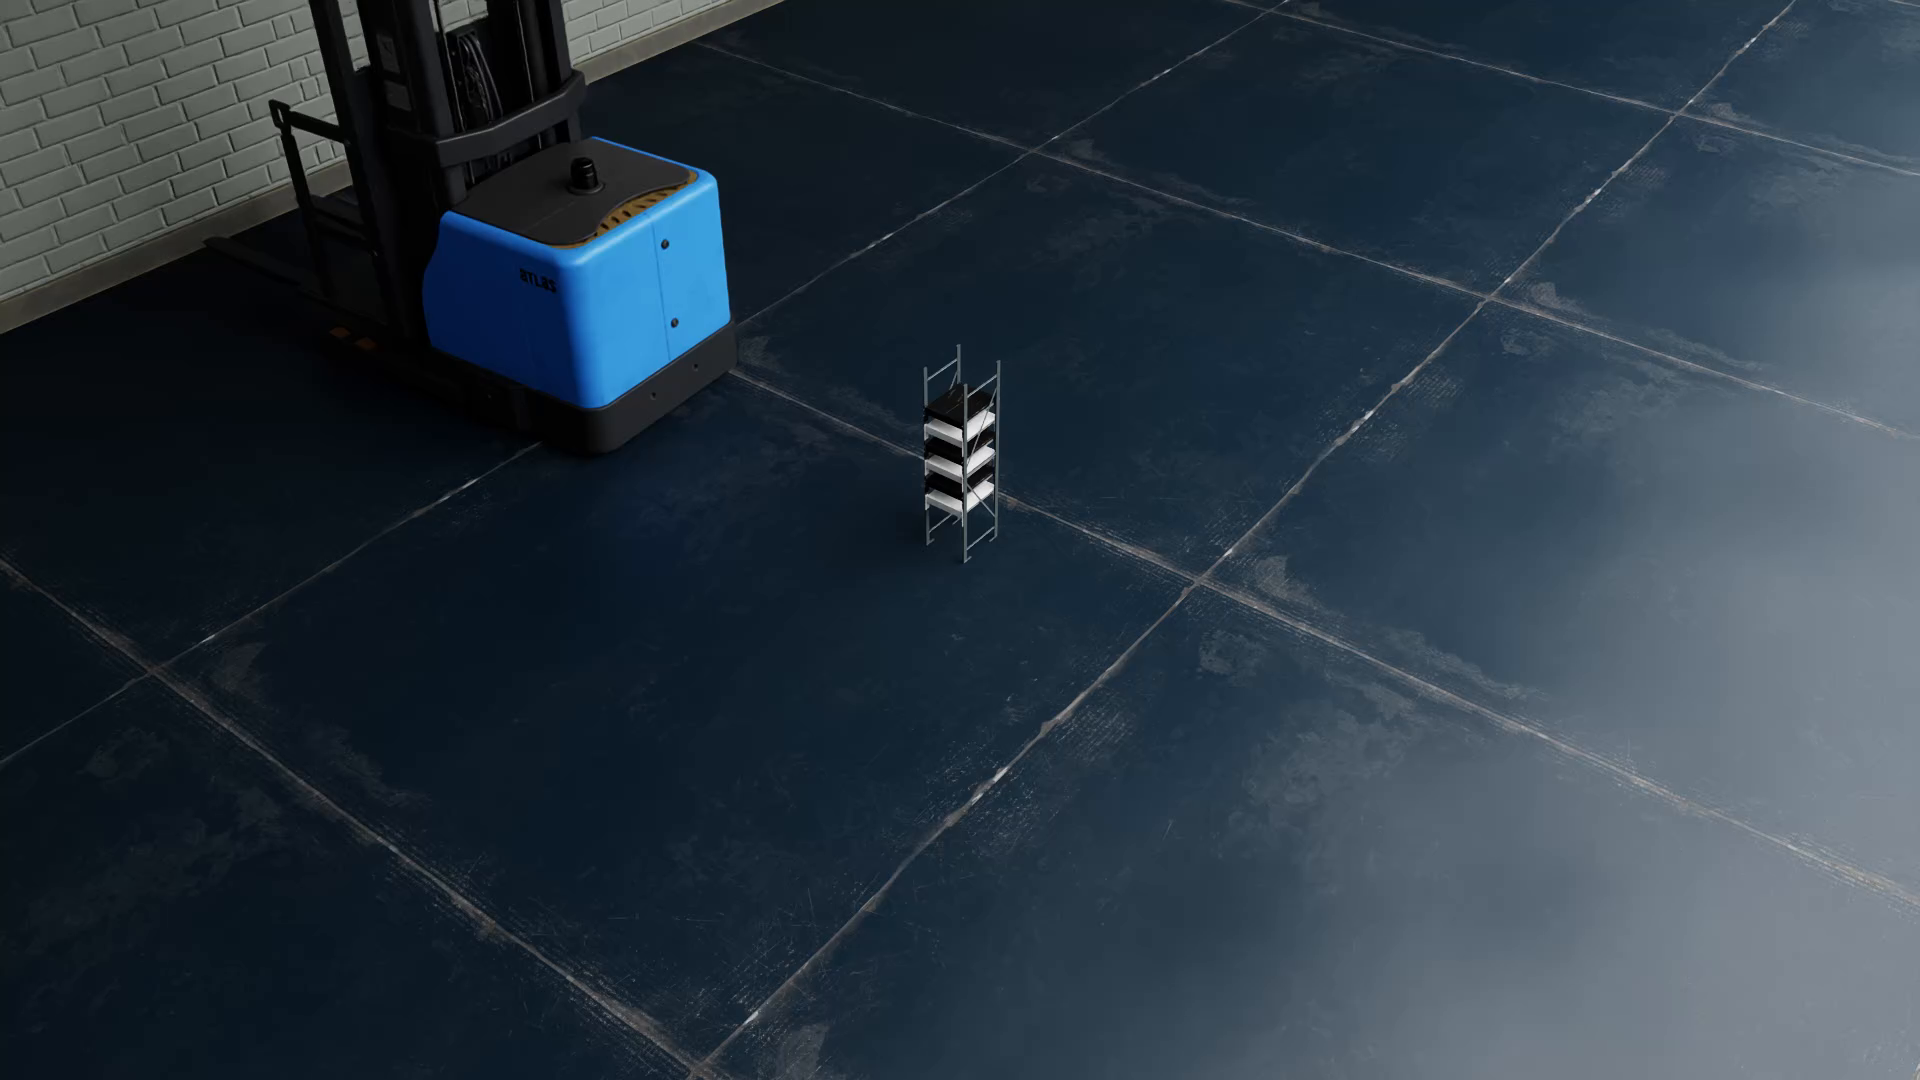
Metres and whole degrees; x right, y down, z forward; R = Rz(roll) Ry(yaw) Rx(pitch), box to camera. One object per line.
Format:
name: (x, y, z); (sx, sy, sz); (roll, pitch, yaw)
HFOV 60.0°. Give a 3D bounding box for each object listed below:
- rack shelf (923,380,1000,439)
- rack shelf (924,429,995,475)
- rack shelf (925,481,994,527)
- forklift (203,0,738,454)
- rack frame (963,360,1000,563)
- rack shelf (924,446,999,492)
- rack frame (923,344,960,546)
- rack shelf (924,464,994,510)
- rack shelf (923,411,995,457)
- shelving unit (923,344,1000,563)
rack shelf: (0.006, -0.538, 6.823); (0.200, 0.077, 0.258); (25, 45, 29)
rack shelf: (0.006, -0.396, 6.934); (0.200, 0.077, 0.258); (25, 45, 29)
rack shelf: (0.006, -0.183, 7.100); (0.200, 0.077, 0.258); (25, 45, 29)
forklift: (-2.620, -2.247, 7.742); (3.031, 2.935, 1.130); (22, 43, 25)
rack frame: (0.087, -0.313, 6.920); (0.006, 0.900, 0.240); (25, 45, 29)
rack shelf: (0.006, -0.325, 6.989); (0.200, 0.077, 0.258); (25, 45, 29)
rack frame: (-0.074, -0.389, 7.017); (0.006, 0.900, 0.240); (25, 45, 29)
rack shelf: (0.006, -0.254, 7.045); (0.200, 0.077, 0.258); (25, 45, 29)
rack shelf: (0.006, -0.467, 6.878); (0.200, 0.077, 0.258); (25, 45, 29)
shelving unit: (0.006, -0.351, 6.969); (0.210, 0.900, 0.258); (25, 45, 29)
